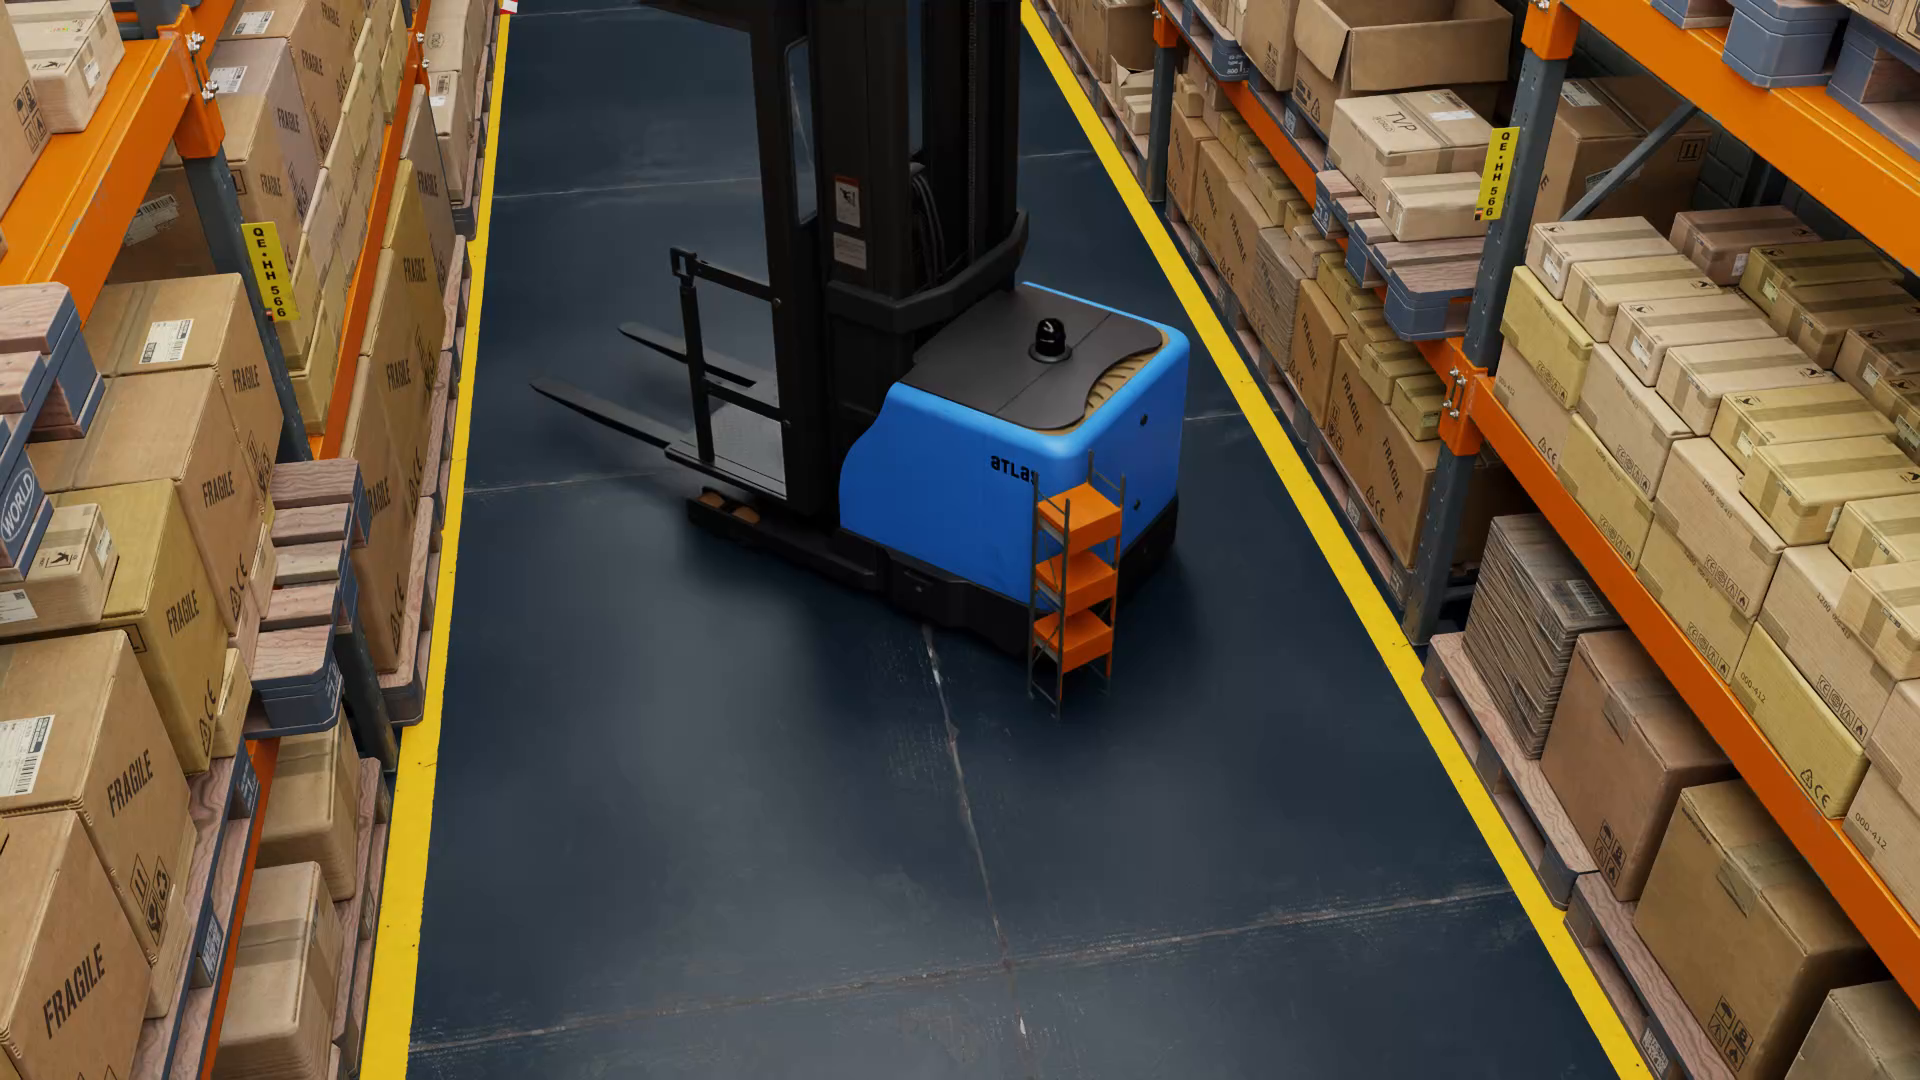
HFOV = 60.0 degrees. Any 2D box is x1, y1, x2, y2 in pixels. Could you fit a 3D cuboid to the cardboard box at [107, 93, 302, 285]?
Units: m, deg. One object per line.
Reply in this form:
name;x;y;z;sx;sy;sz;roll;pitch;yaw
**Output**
cardboard box;-2.431;-1.063;5.277;0.500;0.500;0.500;-7;38;-9

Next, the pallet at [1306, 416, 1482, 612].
pallet;2.208;-0.195;7.328;1.003;0.211;1.213;-6;38;-8

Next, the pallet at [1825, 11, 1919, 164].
pallet;2.707;-0.875;3.641;1.003;0.211;1.213;-5;38;-6

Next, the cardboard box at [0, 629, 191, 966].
cardboard box;-1.946;0.563;3.414;0.500;0.500;0.500;-8;39;-10

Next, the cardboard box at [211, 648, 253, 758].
cardboard box;-1.991;0.421;4.126;0.380;0.149;0.250;-6;38;-7

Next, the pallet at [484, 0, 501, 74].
pallet;-3.770;-3.561;11.662;1.003;0.211;1.213;-6;38;-8

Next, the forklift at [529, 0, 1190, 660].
forklift;-0.588;-1.382;6.639;3.031;2.935;1.130;22;43;26

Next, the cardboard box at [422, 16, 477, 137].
cardboard box;-3.448;-2.806;10.163;0.875;0.438;0.875;-7;38;-9

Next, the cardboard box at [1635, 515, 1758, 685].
cardboard box;2.319;0.127;4.763;0.500;0.250;0.500;-7;38;-9

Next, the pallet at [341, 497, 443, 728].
pallet;-2.649;0.312;6.676;1.003;0.211;1.213;-6;38;-8

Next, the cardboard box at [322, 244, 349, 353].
cardboard box;-2.530;-0.876;6.055;0.500;0.250;0.500;-7;38;-9

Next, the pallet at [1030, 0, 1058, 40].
pallet;1.053;-4.044;12.284;1.003;0.211;1.213;-6;38;-8

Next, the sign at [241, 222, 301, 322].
sign;-2.052;-0.795;4.949;0.100;0.325;0.005;-6;38;-8

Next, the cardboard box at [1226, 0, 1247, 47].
cardboard box;1.466;-2.489;7.776;0.396;0.266;0.258;-4;38;-6

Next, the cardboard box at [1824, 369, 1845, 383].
cardboard box;2.745;-0.429;5.072;0.500;0.250;0.500;-6;38;-8

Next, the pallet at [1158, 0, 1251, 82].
pallet;1.633;-2.687;8.420;1.003;0.211;1.213;-6;38;-8

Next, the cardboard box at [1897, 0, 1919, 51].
cardboard box;2.367;-1.192;3.389;0.500;0.500;0.500;-5;38;-7

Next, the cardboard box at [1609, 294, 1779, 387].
cardboard box;2.185;-0.599;4.965;0.380;0.149;0.250;-5;38;-7

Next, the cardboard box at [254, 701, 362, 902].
cardboard box;-2.496;0.910;5.434;0.950;0.372;0.625;-9;39;-11

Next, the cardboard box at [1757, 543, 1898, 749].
cardboard box;2.414;0.242;4.209;0.500;0.250;0.500;-6;38;-7

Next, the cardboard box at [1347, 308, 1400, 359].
cardboard box;1.884;-0.872;7.094;0.380;0.149;0.250;-7;38;-9

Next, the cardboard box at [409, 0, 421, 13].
cardboard box;-3.111;-3.072;8.677;0.500;0.500;0.500;-5;38;-6

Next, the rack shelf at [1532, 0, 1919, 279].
rack shelf;2.652;-0.533;3.633;1.077;0.370;4.000;-6;38;-8

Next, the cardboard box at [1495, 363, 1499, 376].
cardboard box;2.437;-0.603;7.276;0.500;0.500;0.500;-6;38;-8

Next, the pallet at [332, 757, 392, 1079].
pallet;-2.449;1.269;5.445;1.003;0.211;1.213;-6;38;-8

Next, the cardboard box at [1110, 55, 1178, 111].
cardboard box;1.150;-2.864;10.377;0.396;0.266;0.258;-5;38;-6

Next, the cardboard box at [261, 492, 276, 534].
cardboard box;-2.178;-0.044;4.725;0.380;0.149;0.250;-6;38;-7

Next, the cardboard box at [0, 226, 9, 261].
cardboard box;-2.289;-0.612;3.063;0.797;0.503;0.637;-6;38;-8

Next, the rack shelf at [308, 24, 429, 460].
rack shelf;-2.936;-1.229;6.973;1.077;0.370;4.000;-6;38;-8

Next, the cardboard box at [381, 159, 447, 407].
cardboard box;-2.933;-1.137;7.658;0.875;0.875;0.875;-5;38;-7

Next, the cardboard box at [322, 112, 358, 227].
cardboard box;-2.595;-1.390;6.309;0.500;0.250;0.500;-6;38;-8

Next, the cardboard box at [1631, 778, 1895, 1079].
cardboard box;2.638;1.110;4.970;0.875;0.625;0.625;-8;39;-10

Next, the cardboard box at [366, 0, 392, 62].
cardboard box;-2.875;-2.318;7.503;0.500;0.250;0.500;-5;38;-7

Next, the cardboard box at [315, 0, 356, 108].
cardboard box;-2.688;-1.981;6.459;0.500;0.500;0.500;-6;38;-7

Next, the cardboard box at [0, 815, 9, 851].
cardboard box;-1.910;0.565;2.883;0.380;0.149;0.250;-4;38;-5

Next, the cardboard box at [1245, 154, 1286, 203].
cardboard box;1.650;-1.815;8.307;0.380;0.149;0.250;-6;38;-8

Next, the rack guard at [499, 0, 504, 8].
rack guard;-3.992;-4.164;12.202;1.175;0.500;0.348;-6;38;-8

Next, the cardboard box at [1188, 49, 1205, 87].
cardboard box;1.461;-2.570;9.038;0.380;0.149;0.250;-7;38;-9

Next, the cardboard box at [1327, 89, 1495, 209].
cardboard box;1.798;-1.550;6.580;0.500;0.250;0.500;-8;39;-10

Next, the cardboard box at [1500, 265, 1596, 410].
cardboard box;2.114;-0.682;5.398;0.500;0.250;0.500;-6;38;-8

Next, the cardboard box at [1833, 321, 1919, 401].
cardboard box;2.810;-0.512;4.854;0.380;0.149;0.250;-7;38;-9

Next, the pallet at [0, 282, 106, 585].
pallet;-2.072;-0.009;2.525;1.213;0.211;1.003;-6;38;-8

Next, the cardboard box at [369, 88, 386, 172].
cardboard box;-2.802;-1.803;7.248;0.500;0.250;0.500;-7;38;-9

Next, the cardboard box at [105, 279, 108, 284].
cardboard box;-2.933;-1.023;5.226;0.500;0.500;0.500;-7;38;-9

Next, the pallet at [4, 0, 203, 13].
pallet;-2.750;-1.798;4.828;1.213;0.211;1.003;-5;38;-6

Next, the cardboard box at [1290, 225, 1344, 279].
cardboard box;1.760;-1.351;7.710;0.380;0.149;0.250;-8;39;-10

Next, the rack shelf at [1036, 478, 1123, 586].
rack shelf;0.421;-0.030;5.988;0.240;0.259;0.215;-23;43;-26

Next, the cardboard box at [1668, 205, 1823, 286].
cardboard box;2.557;-0.962;5.433;0.380;0.149;0.250;-5;38;-6

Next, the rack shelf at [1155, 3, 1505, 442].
rack shelf;1.951;-1.765;7.663;1.077;0.370;4.000;-6;38;-8

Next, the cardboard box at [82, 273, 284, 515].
cardboard box;-2.232;-0.383;4.631;0.500;0.500;0.500;-7;38;-9

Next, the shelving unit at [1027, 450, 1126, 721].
shelving unit;0.421;0.185;6.156;0.252;1.050;0.215;-23;43;-26

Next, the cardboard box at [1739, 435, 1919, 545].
cardboard box;2.304;-0.134;4.367;0.380;0.149;0.250;-5;38;-7

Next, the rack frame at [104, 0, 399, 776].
rack frame;-2.585;-0.305;5.197;1.000;3.000;0.127;-6;38;-8

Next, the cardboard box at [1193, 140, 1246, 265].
cardboard box;1.566;-1.799;8.815;0.500;0.500;0.500;-7;38;-9

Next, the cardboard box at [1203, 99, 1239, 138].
cardboard box;1.526;-2.287;8.916;0.380;0.149;0.250;-7;38;-9

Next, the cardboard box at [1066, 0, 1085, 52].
cardboard box;1.018;-3.621;11.162;0.500;0.500;0.500;-6;38;-7

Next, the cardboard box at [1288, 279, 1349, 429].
cardboard box;1.844;-0.871;7.621;0.500;0.500;0.500;-5;38;-6
